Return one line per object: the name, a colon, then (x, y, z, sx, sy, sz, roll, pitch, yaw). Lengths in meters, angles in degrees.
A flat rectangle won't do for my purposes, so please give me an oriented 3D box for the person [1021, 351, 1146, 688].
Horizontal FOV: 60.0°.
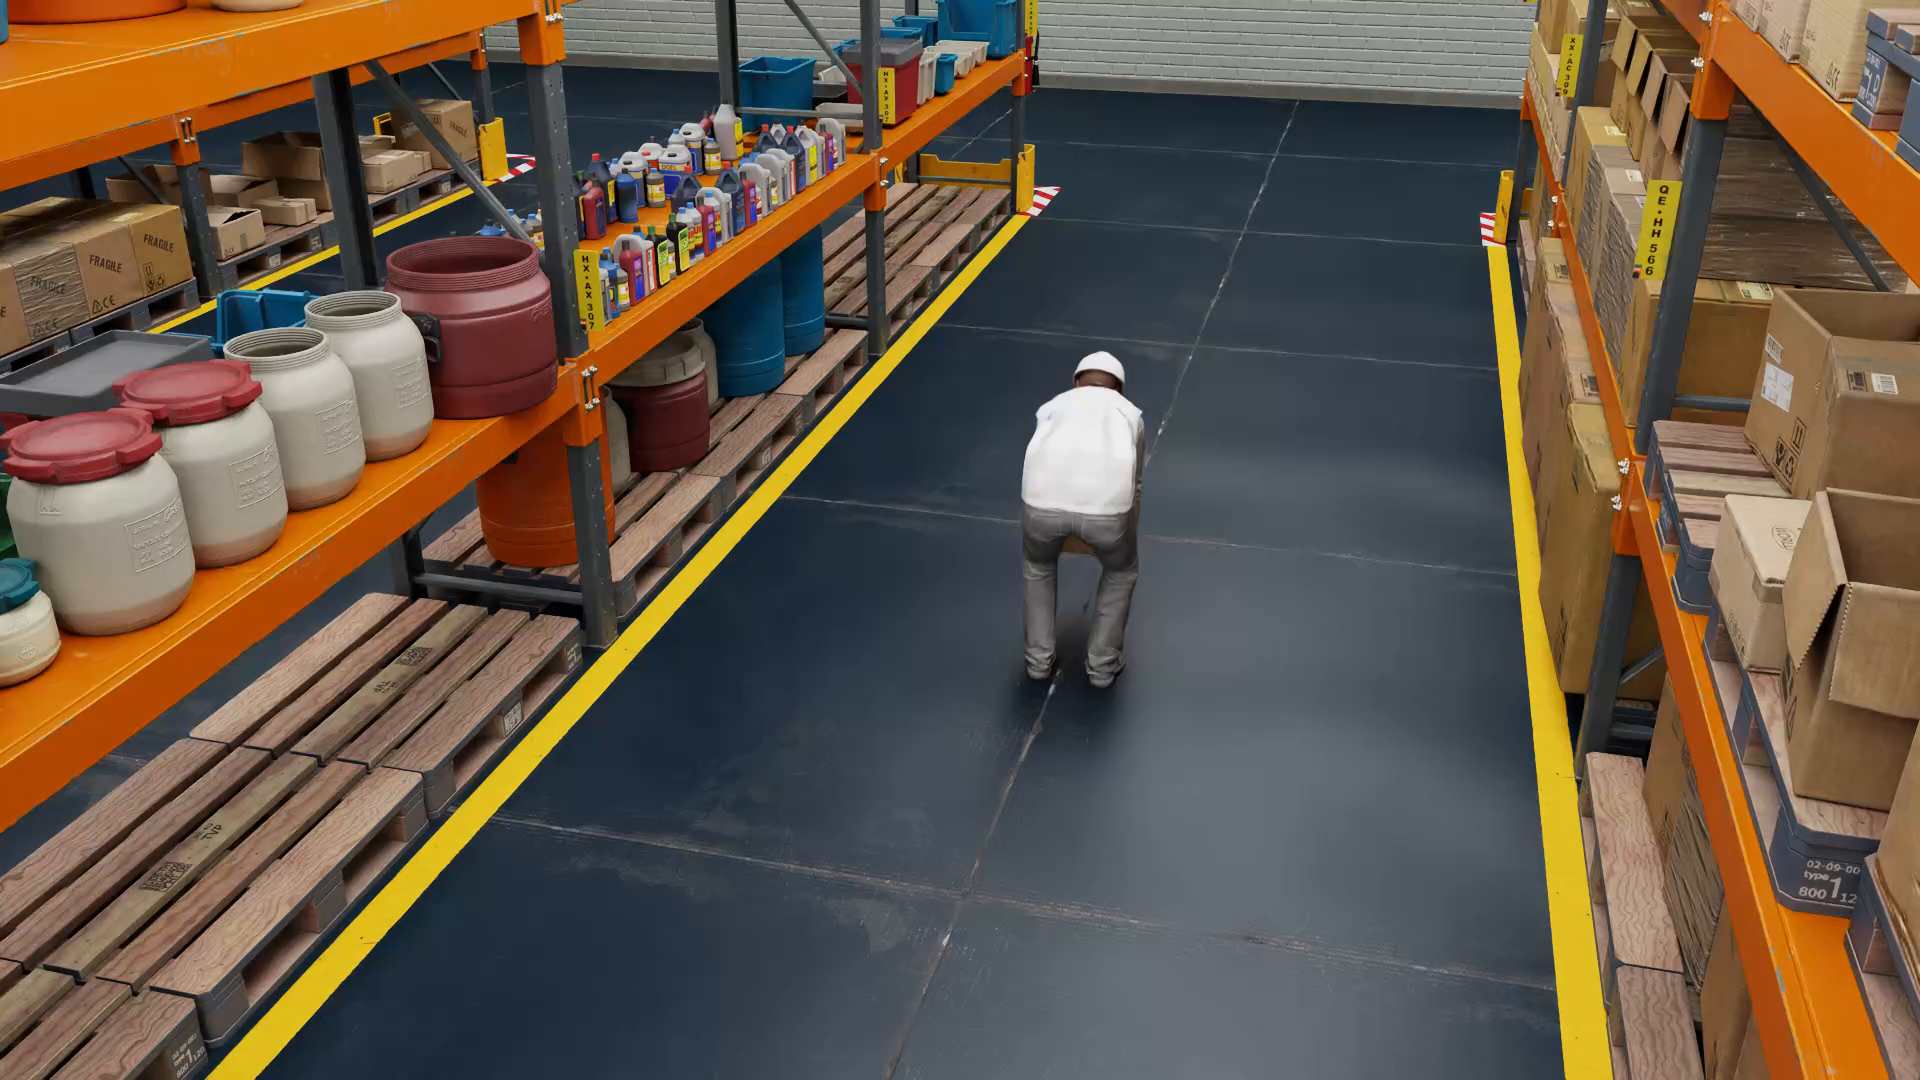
person: (0.523, -0.090, 6.943, 0.488, 1.201, 0.981, 5, 26, 11)
